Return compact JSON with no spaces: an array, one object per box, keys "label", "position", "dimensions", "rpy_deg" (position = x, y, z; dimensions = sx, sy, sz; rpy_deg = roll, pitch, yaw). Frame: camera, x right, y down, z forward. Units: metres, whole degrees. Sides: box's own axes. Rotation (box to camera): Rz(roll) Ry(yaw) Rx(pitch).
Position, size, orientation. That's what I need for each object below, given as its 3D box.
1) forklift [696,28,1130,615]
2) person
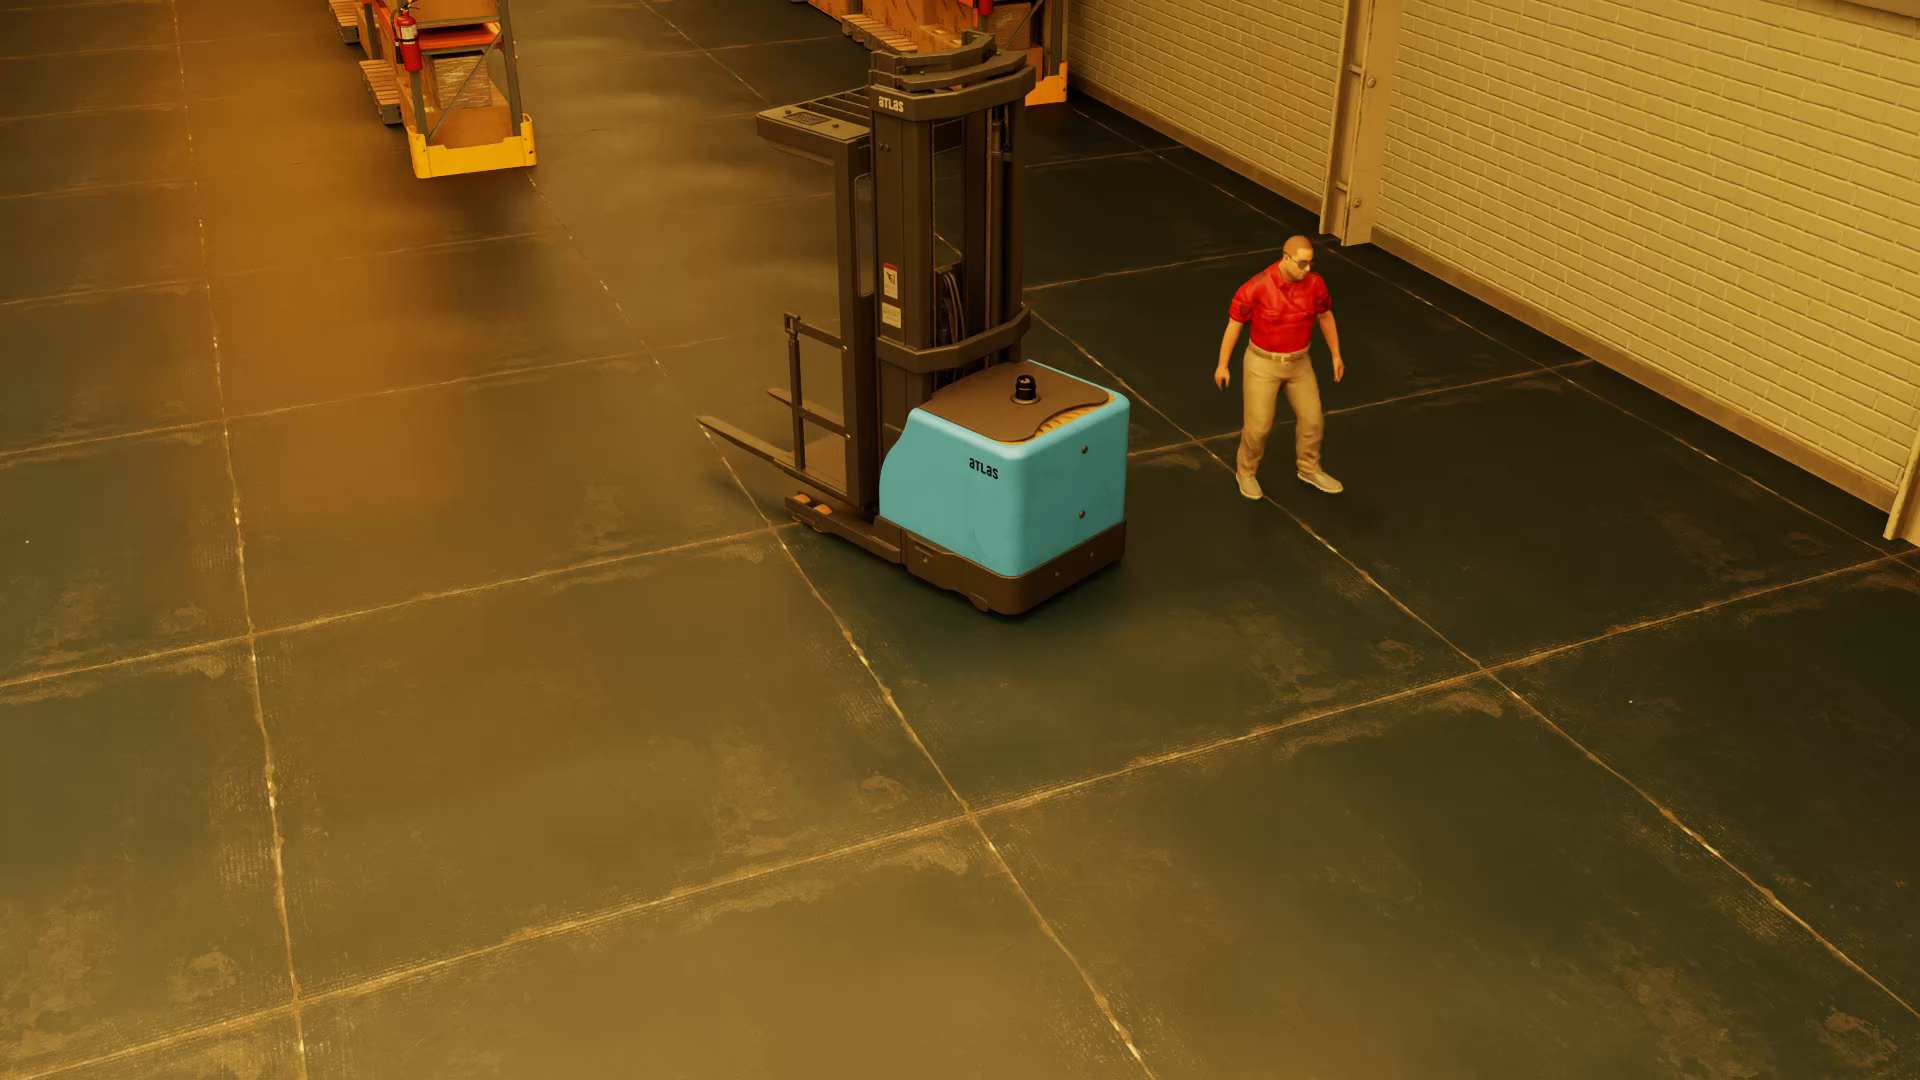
[{"label":"forklift","position":[-0.436,-1.483,9.714],"dimensions":[3.031,2.935,1.130],"rpy_deg":[26,39,37]},{"label":"person","position":[2.002,-1.073,10.239],"dimensions":[0.842,1.702,0.382],"rpy_deg":[-7,30,-11]}]
